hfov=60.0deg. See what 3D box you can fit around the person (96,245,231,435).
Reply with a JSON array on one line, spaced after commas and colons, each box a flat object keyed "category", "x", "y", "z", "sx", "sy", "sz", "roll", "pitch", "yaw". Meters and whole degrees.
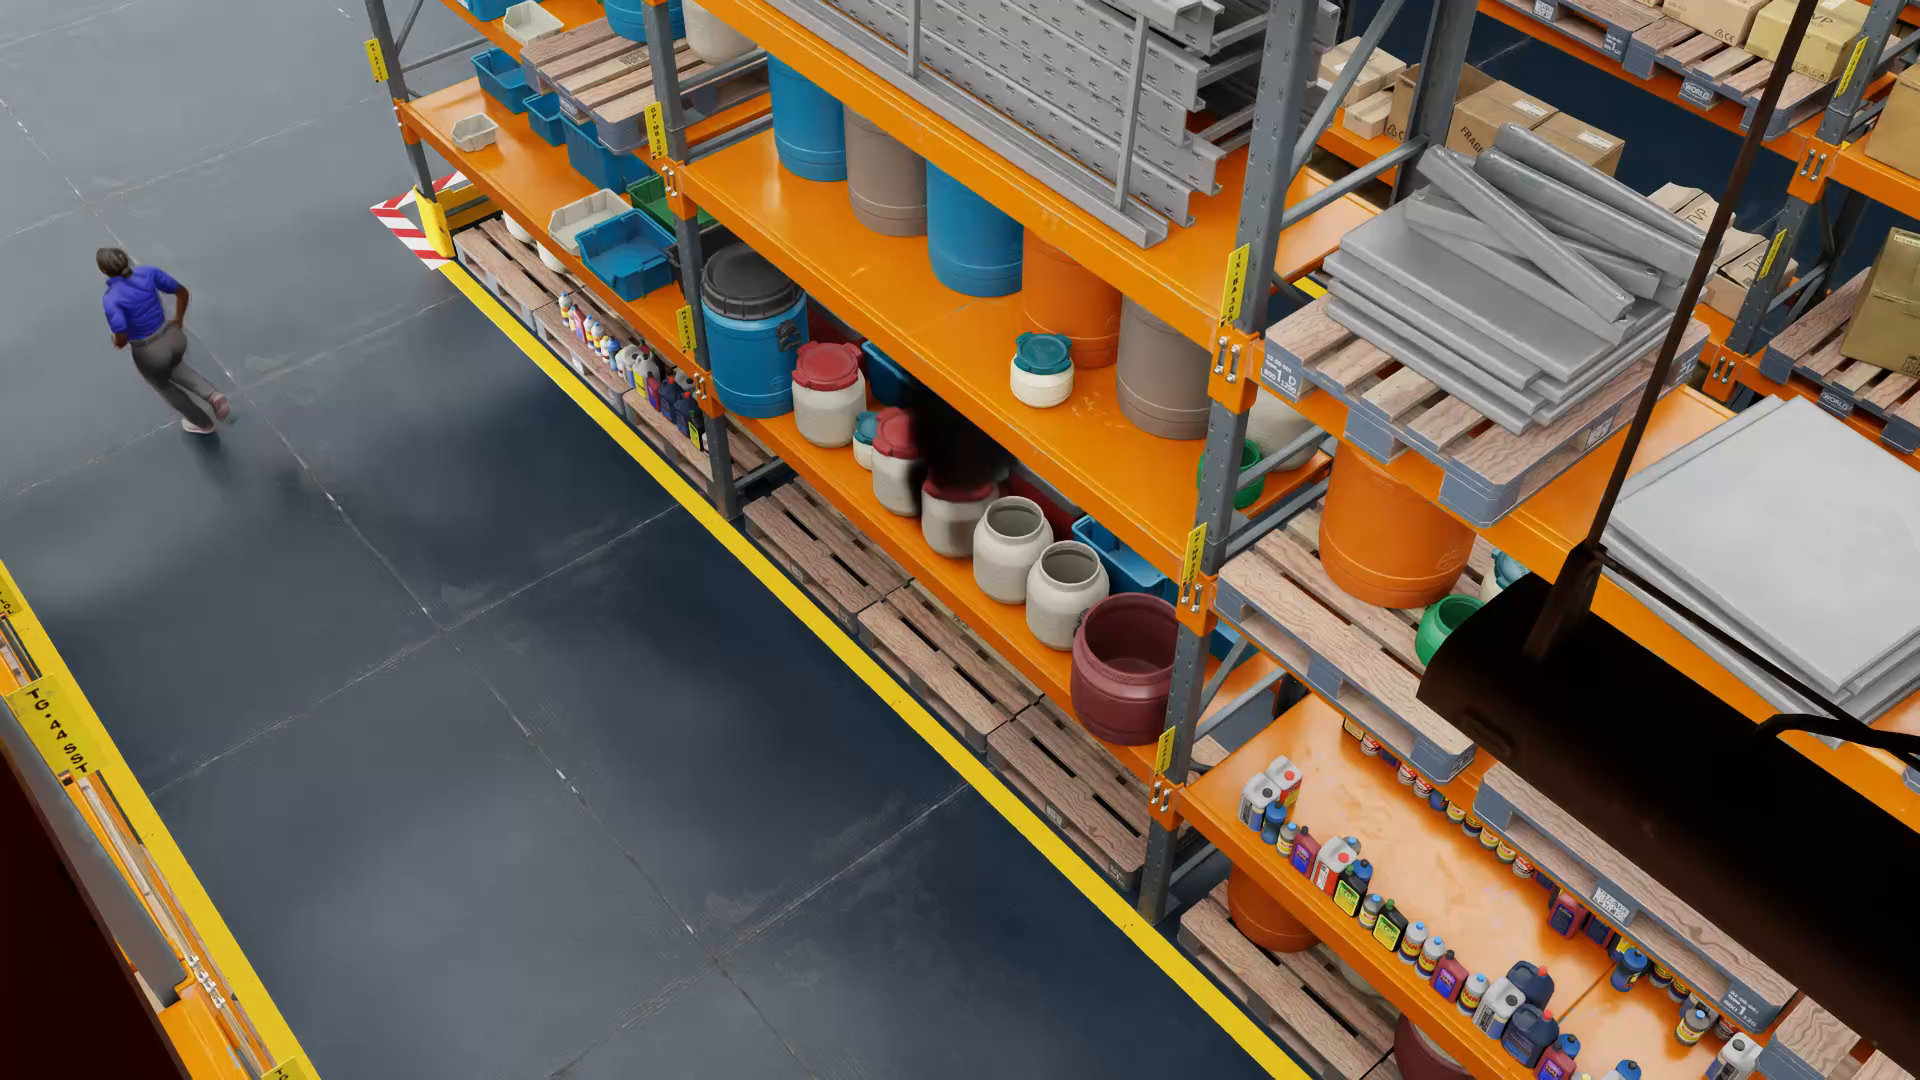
[{"category": "person", "x": -5.347, "y": -1.291, "z": 11.113, "sx": 0.547, "sy": 1.613, "sz": 0.588, "roll": 17, "pitch": 49, "yaw": 15}]
